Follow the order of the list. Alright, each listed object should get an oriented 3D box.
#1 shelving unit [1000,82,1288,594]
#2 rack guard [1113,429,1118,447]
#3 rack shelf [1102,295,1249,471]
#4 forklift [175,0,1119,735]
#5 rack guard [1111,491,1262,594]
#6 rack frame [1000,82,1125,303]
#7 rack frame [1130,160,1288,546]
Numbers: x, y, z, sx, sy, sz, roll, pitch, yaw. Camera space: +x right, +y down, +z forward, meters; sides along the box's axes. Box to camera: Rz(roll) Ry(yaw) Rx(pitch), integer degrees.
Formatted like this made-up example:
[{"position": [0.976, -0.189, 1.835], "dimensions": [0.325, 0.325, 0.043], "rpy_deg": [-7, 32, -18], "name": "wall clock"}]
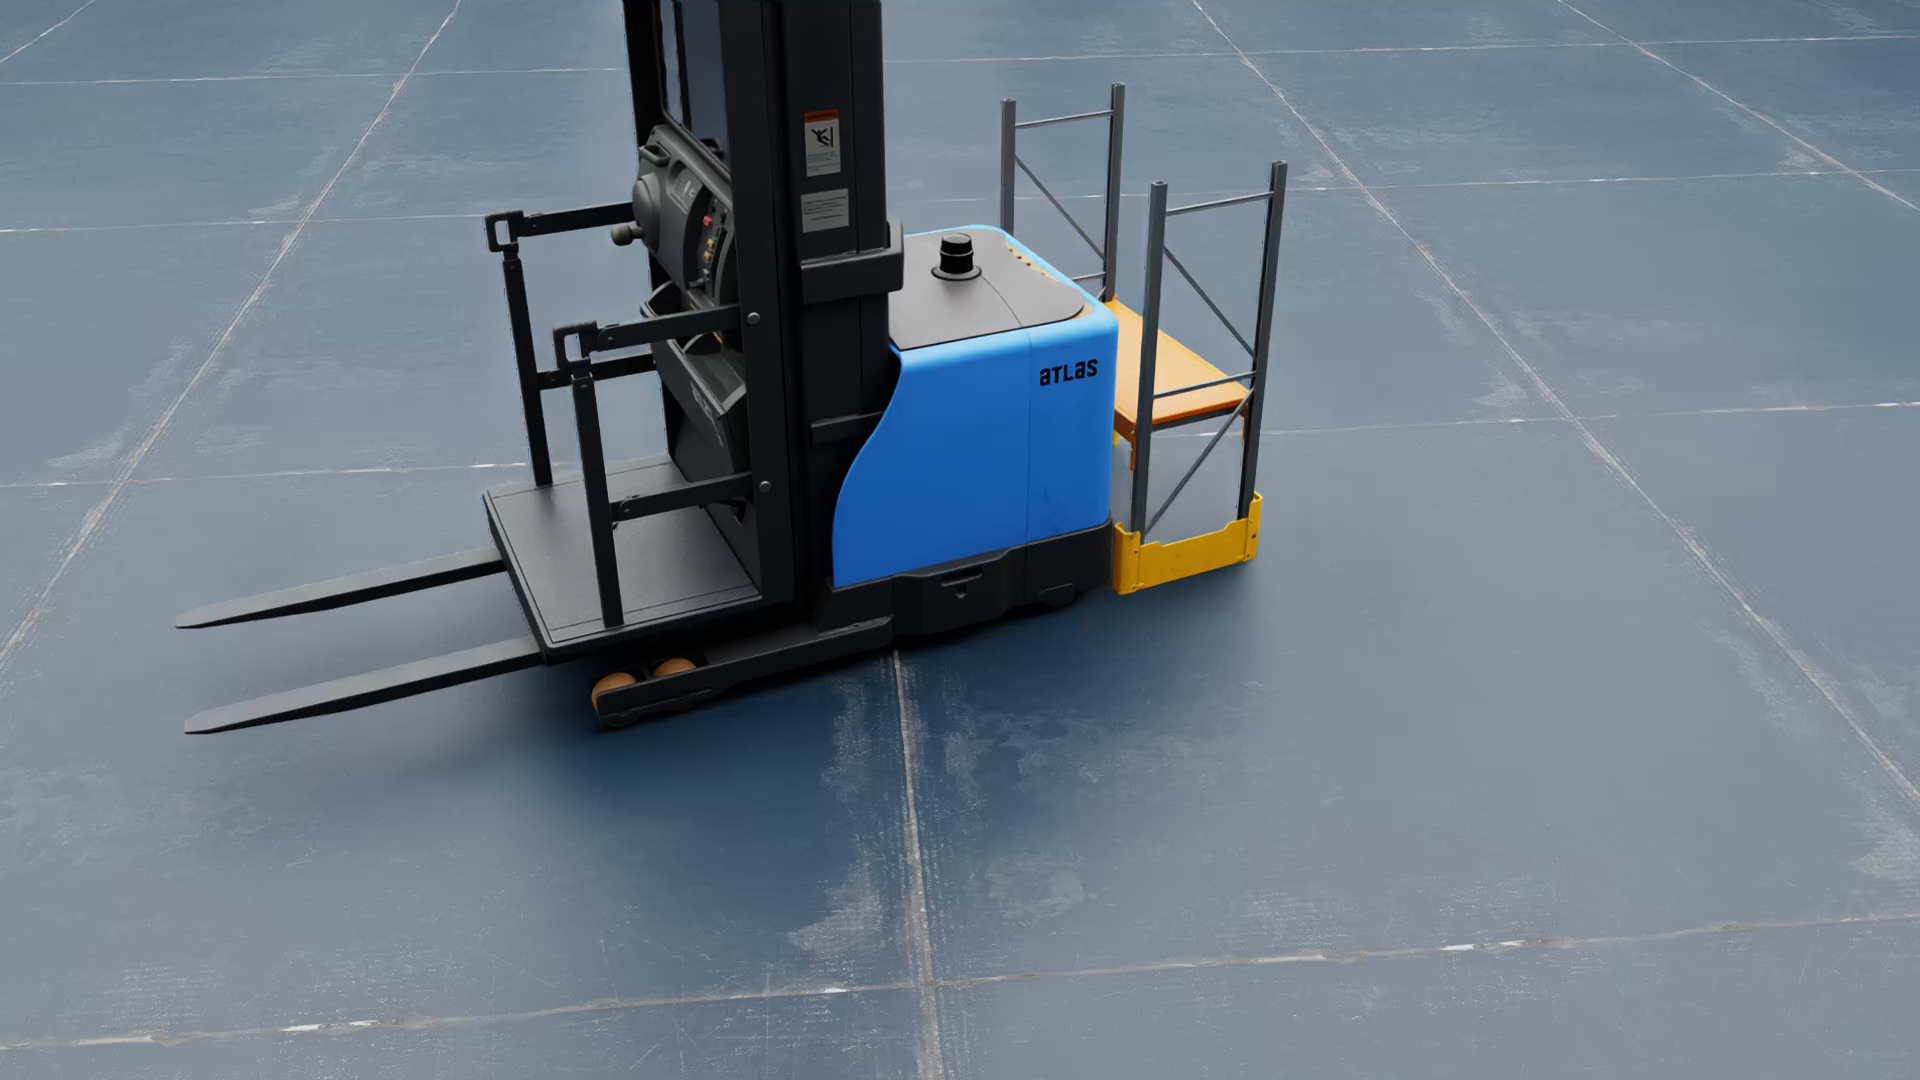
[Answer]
[{"position": [0.600, -0.761, 6.062], "dimensions": [0.587, 1.500, 1.083], "rpy_deg": [-14, 34, -22], "name": "shelving unit"}, {"position": [0.381, -0.454, 6.767], "dimensions": [0.587, 0.250, 0.087], "rpy_deg": [-14, 34, -22], "name": "rack guard"}, {"position": [0.604, -0.603, 6.147], "dimensions": [0.538, 0.185, 1.000], "rpy_deg": [-14, 34, -22], "name": "rack shelf"}, {"position": [-1.028, -0.977, 5.028], "dimensions": [3.031, 2.935, 1.130], "rpy_deg": [-13, 33, -21], "name": "forklift"}, {"position": [0.819, 0.005, 5.999], "dimensions": [0.587, 0.250, 0.087], "rpy_deg": [-14, 34, -22], "name": "rack guard"}, {"position": [0.381, -0.991, 6.447], "dimensions": [0.500, 1.500, 0.032], "rpy_deg": [-14, 34, -22], "name": "rack frame"}, {"position": [0.828, -0.523, 5.663], "dimensions": [0.500, 1.500, 0.032], "rpy_deg": [-14, 34, -22], "name": "rack frame"}]
